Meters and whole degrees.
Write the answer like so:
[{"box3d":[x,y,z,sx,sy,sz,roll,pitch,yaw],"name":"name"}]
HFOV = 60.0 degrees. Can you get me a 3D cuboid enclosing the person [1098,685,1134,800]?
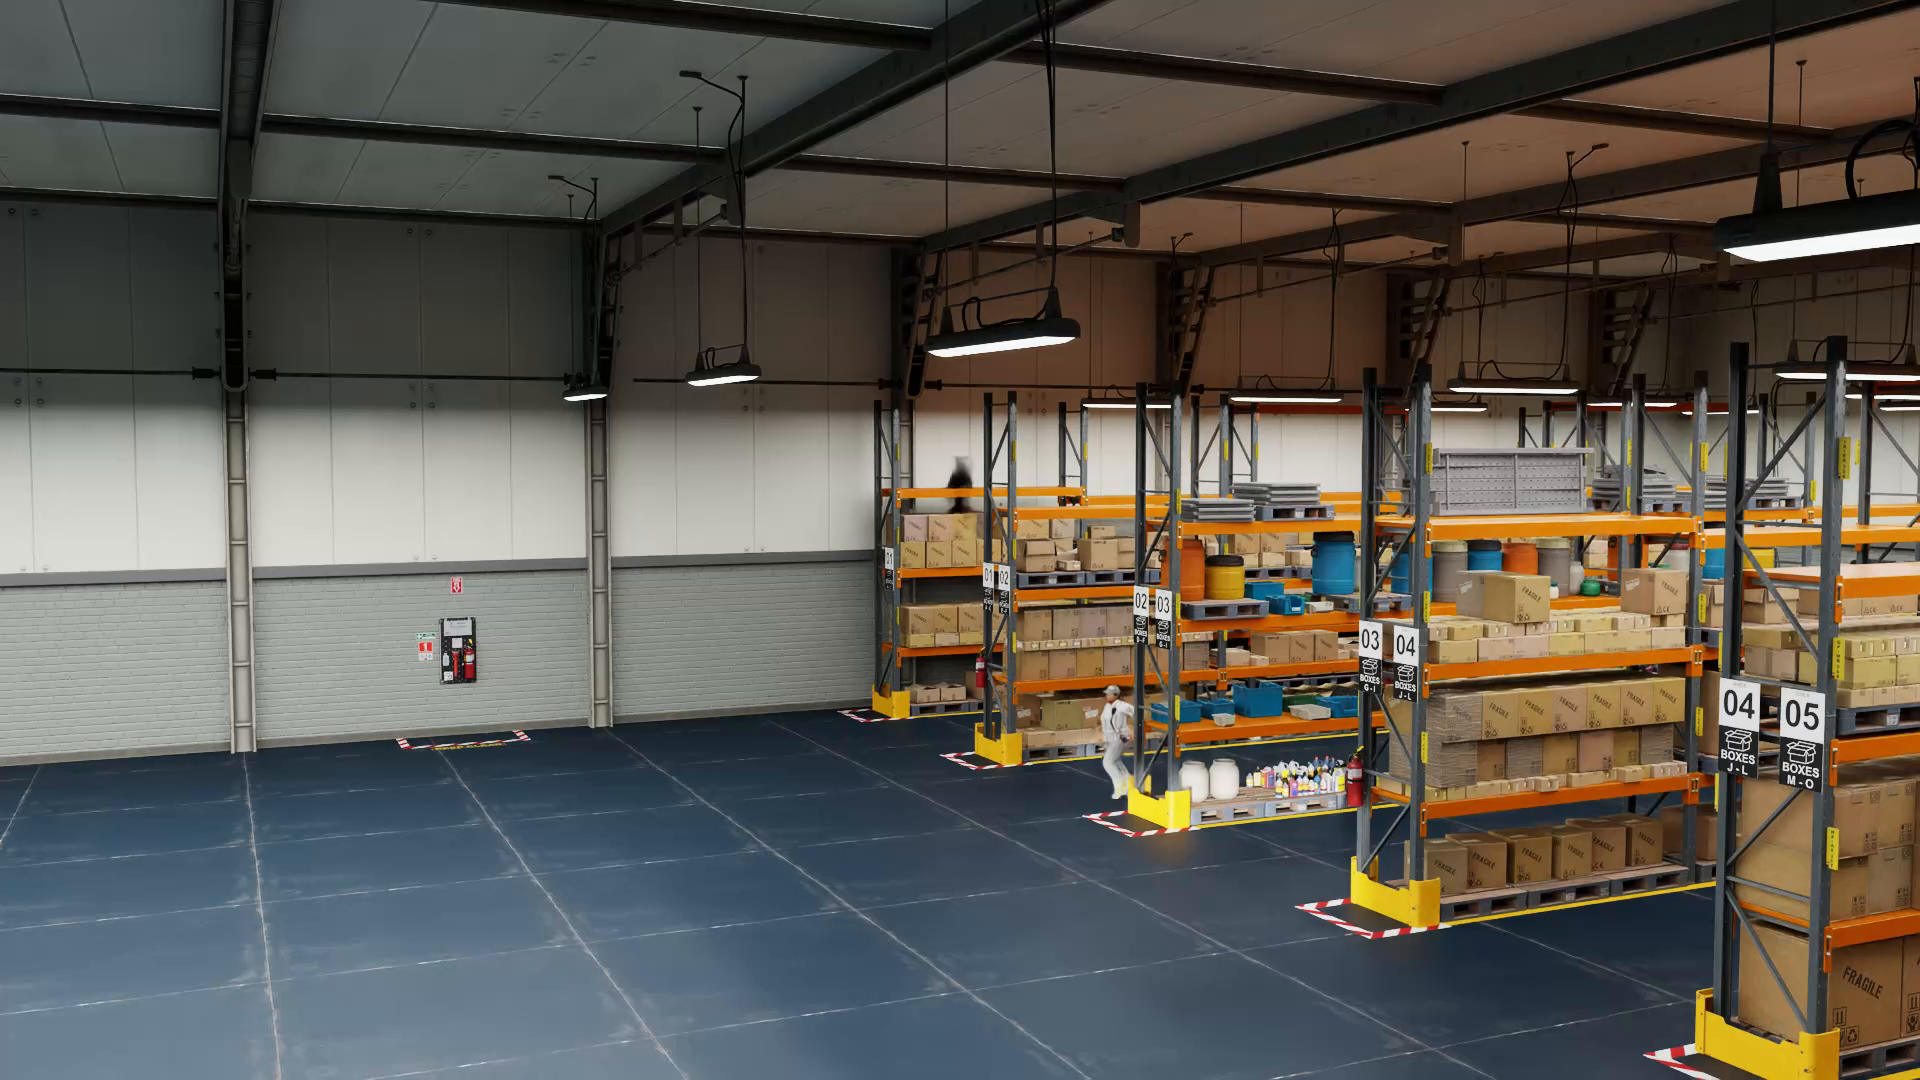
[{"box3d":[2.290,2.934,24.122,0.673,1.650,0.713,-2,4,-30],"name":"person"}]
